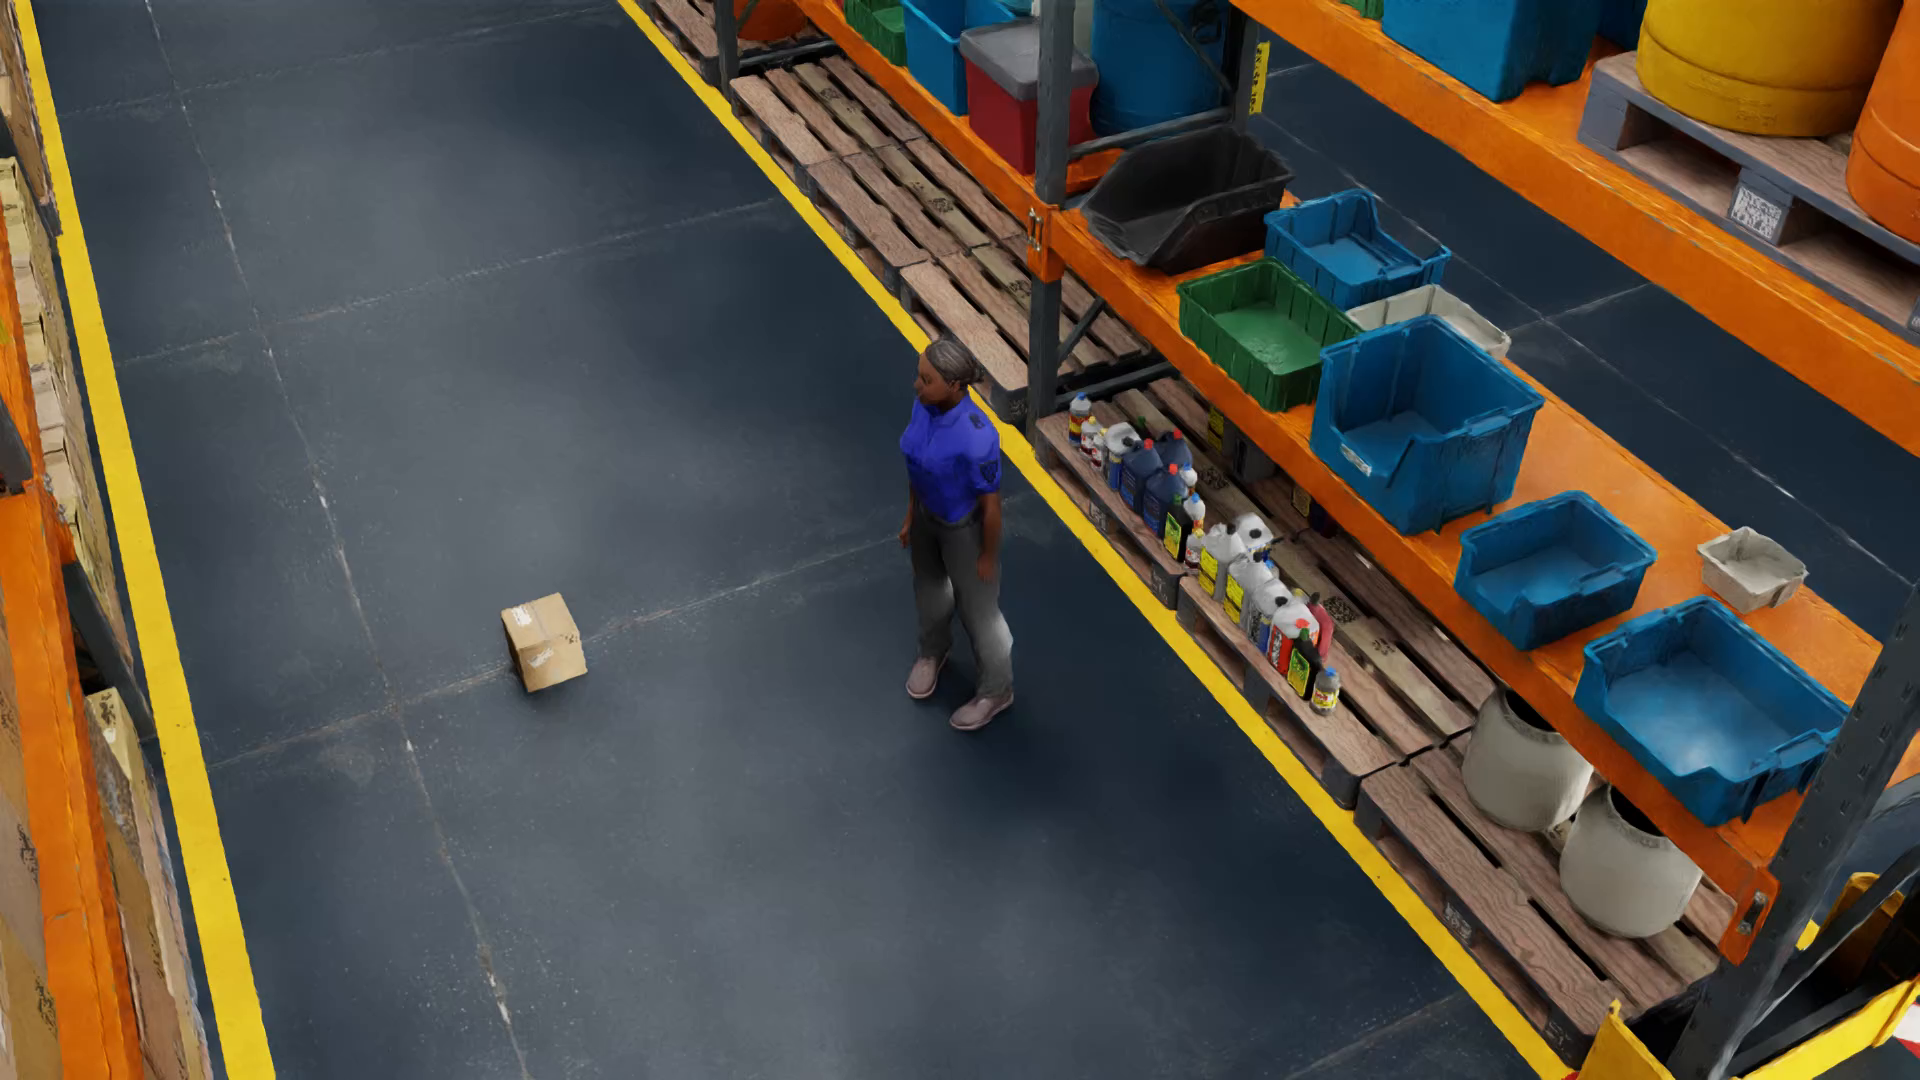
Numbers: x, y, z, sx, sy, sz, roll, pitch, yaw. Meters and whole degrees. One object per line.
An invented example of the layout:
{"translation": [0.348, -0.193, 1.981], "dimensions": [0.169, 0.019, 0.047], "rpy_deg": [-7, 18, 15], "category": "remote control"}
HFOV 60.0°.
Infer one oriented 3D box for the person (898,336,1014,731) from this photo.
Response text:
{"translation": [-0.025, -0.024, 6.172], "dimensions": [0.359, 1.657, 0.490], "rpy_deg": [-25, 47, -25], "category": "person"}
